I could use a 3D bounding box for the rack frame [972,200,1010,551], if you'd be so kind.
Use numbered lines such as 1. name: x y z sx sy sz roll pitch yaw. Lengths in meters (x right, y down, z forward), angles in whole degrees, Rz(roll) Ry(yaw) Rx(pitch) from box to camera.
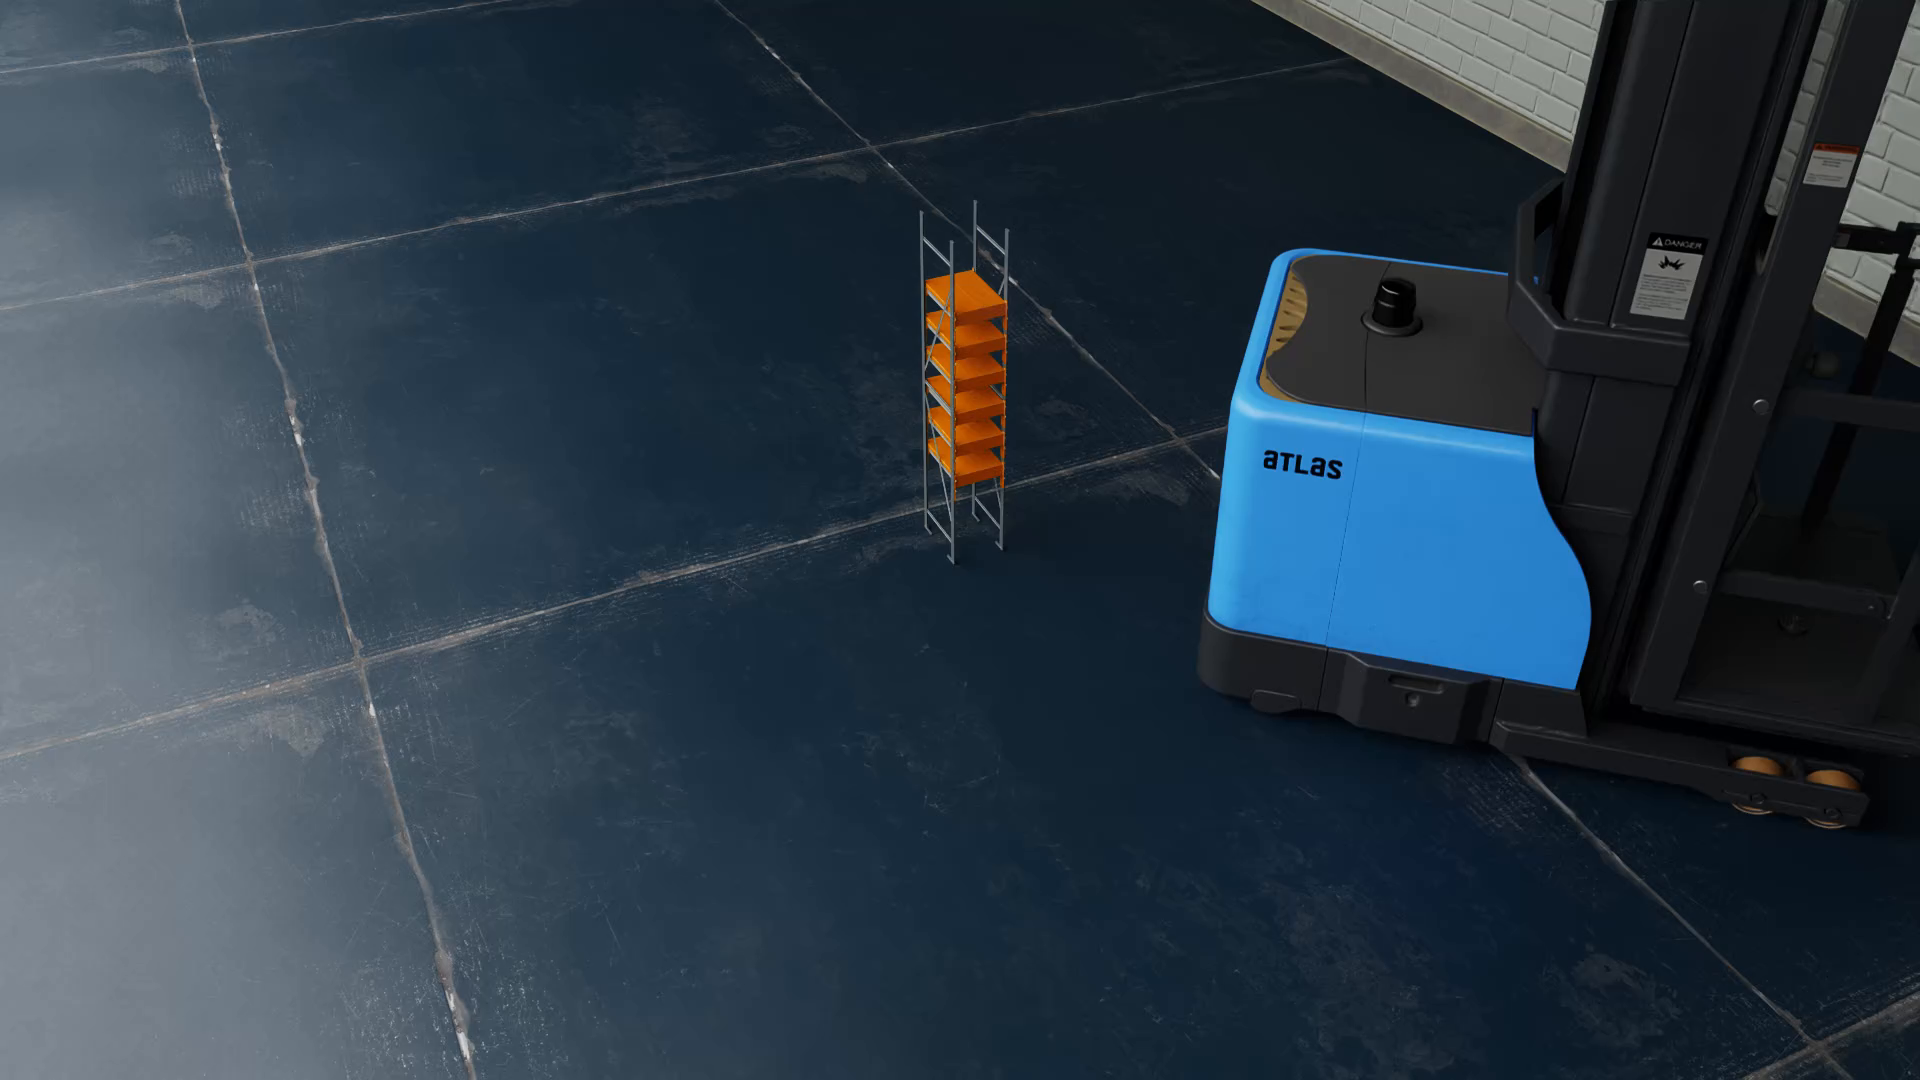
1. rack frame: 0.096 -0.509 5.429 0.006 1.200 0.240 -16 39 -20

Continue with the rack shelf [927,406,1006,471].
1. rack shelf: 0.013 -0.354 5.495 0.180 0.103 0.258 -16 39 -20

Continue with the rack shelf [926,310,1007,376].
1. rack shelf: 0.013 -0.643 5.281 0.180 0.103 0.258 -16 39 -20

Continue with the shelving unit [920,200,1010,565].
1. shelving unit: 0.013 -0.486 5.398 0.189 1.200 0.258 -16 39 -20

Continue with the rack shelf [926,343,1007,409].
1. rack shelf: 0.013 -0.546 5.352 0.180 0.103 0.258 -16 39 -20

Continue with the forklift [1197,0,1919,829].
1. forklift: 2.300 -0.723 4.265 3.031 2.935 1.130 10 38 13

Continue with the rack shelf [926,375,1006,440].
1. rack shelf: 0.013 -0.450 5.424 0.180 0.103 0.258 -16 39 -20

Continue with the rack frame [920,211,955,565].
1. rack frame: -0.070 -0.462 5.366 0.006 1.200 0.240 -16 39 -20

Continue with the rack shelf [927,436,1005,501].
1. rack shelf: 0.013 -0.257 5.567 0.180 0.103 0.258 -16 39 -20

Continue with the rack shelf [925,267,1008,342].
1. rack shelf: 0.013 -0.739 5.210 0.180 0.103 0.258 -16 39 -20
